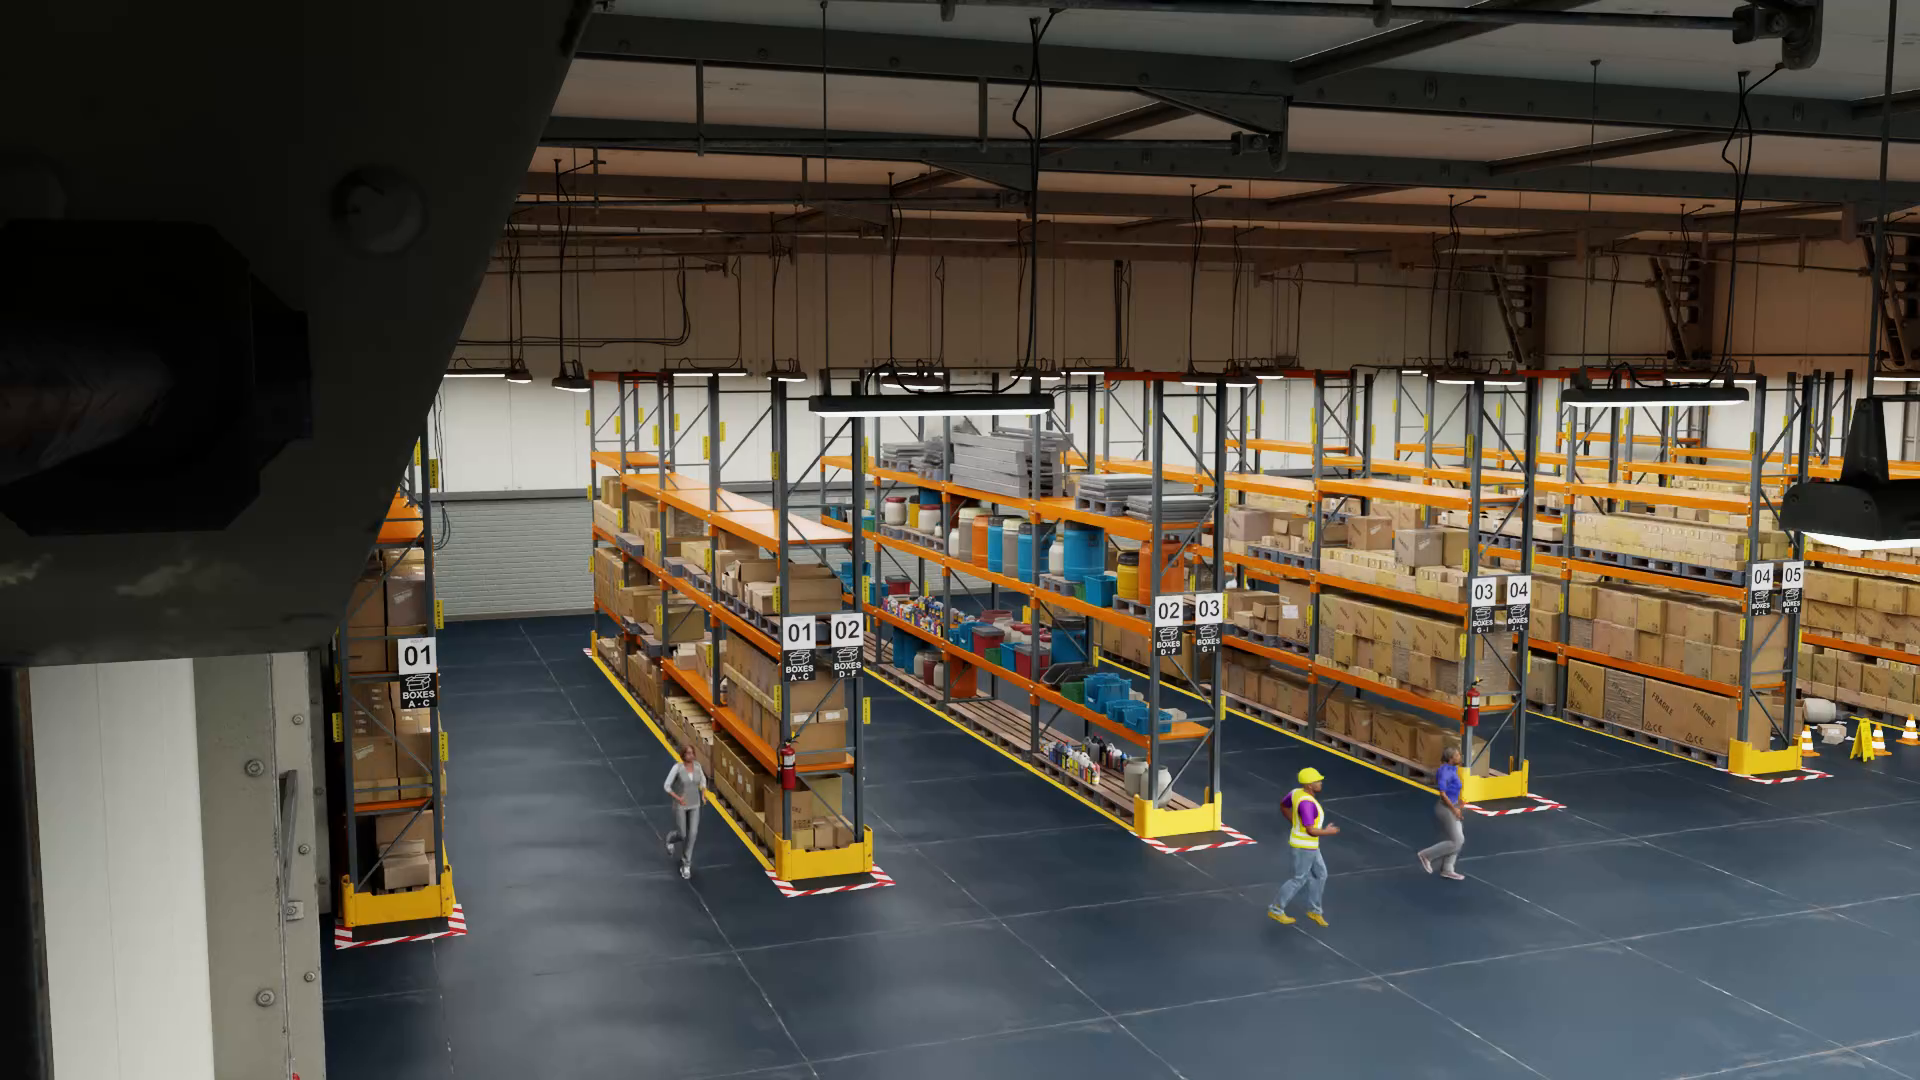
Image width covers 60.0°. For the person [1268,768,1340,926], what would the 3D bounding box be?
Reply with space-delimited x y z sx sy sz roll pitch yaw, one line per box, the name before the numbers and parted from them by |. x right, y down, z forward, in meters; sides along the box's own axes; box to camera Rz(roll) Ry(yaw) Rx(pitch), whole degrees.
person | 3.803 3.422 18.381 0.763 1.846 0.719 1 6 8

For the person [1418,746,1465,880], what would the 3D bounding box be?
person | 5.836 3.294 20.127 0.564 1.633 0.598 1 6 11

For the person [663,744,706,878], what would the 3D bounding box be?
person | -3.366 3.291 20.460 0.576 1.593 0.725 -4 8 -32

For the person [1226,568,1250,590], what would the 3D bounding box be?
person | 6.126 1.413 36.723 0.627 1.669 0.625 -1 6 -9
